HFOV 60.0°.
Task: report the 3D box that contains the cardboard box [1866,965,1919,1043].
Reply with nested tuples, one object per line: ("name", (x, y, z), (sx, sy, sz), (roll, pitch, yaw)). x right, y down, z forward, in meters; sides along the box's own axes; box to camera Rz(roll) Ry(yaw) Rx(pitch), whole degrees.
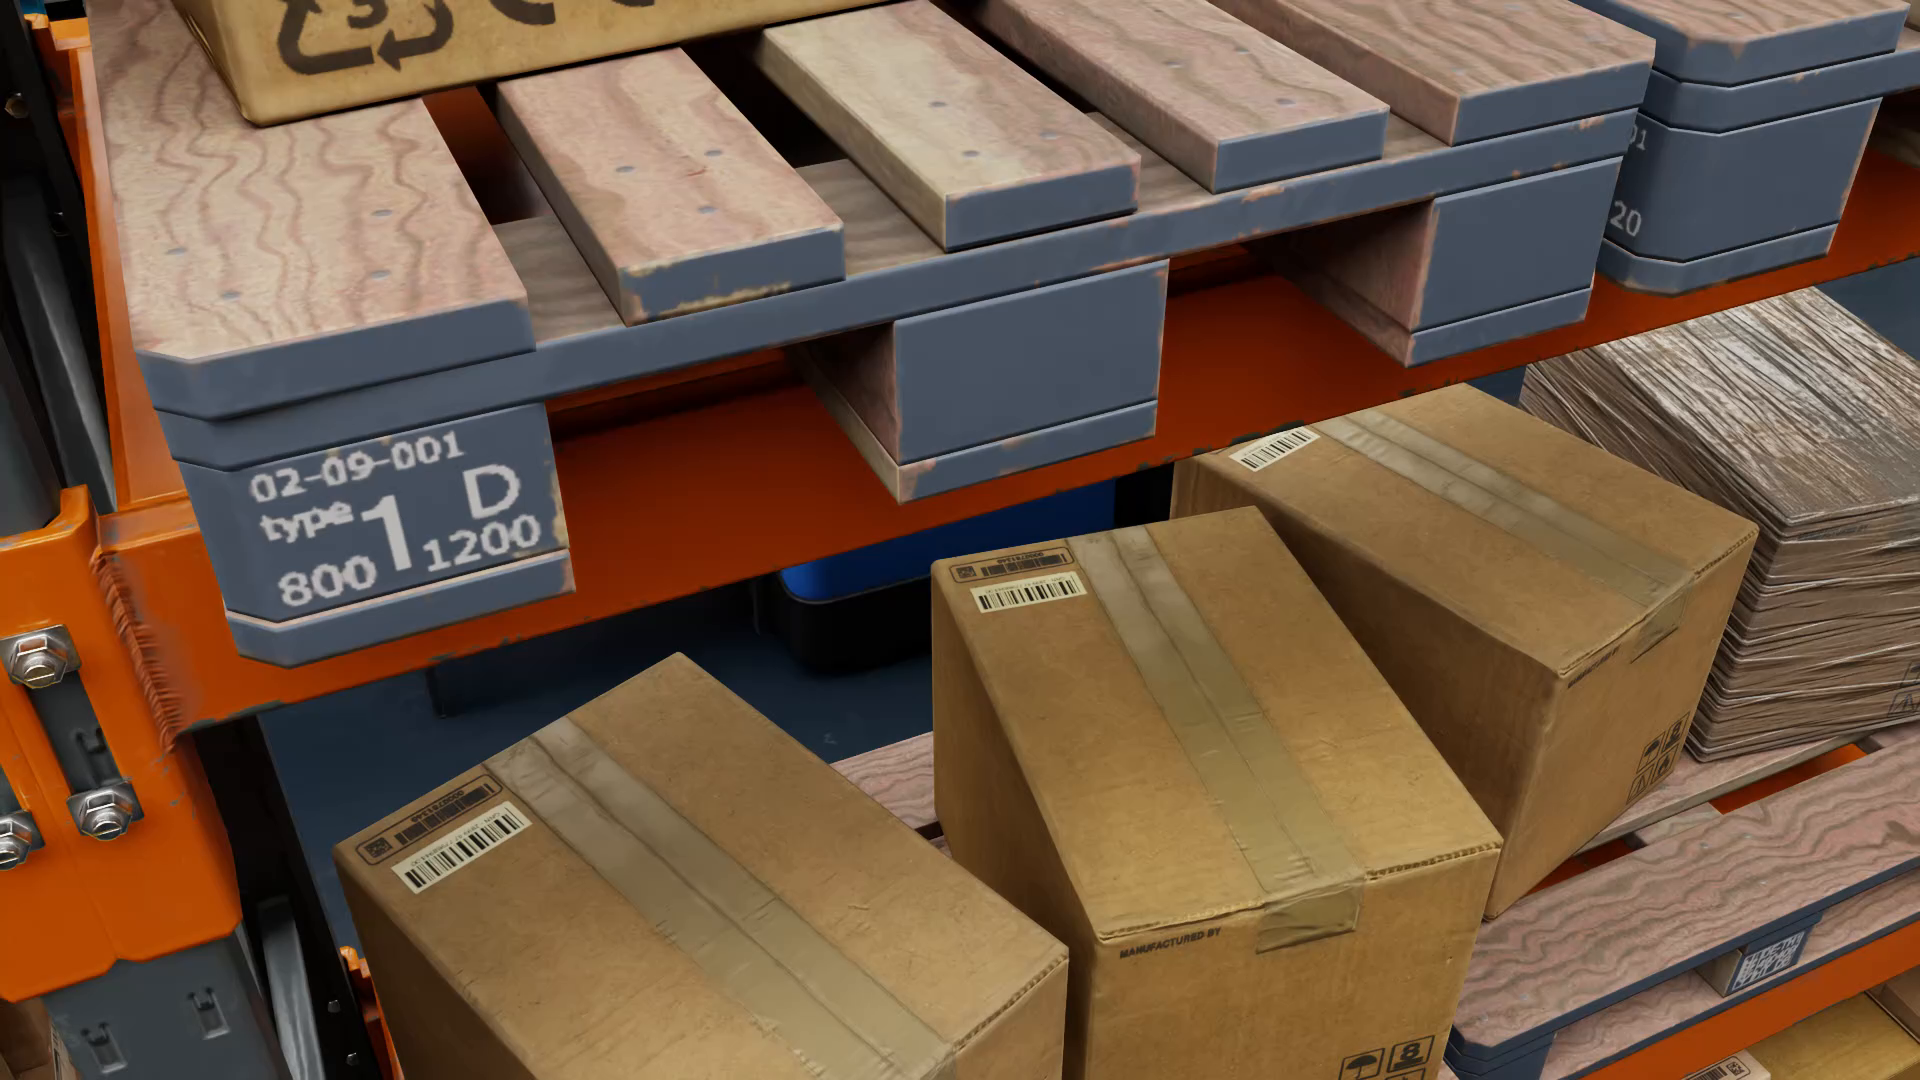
("cardboard box", (1.999, 0.696, 3.394), (0.500, 0.250, 0.500), (-14, 39, -18))

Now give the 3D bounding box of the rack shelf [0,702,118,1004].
("rack shelf", (-2.636, 0.393, 0.789), (4.000, 0.370, 1.077), (-16, 39, -20))

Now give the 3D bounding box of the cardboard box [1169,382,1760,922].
("cardboard box", (0.747, 0.113, 2.643), (0.500, 0.500, 0.700), (-26, 44, -31))

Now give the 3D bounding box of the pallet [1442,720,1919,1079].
("pallet", (1.037, 0.362, 2.906), (1.213, 0.211, 1.003), (-16, 39, -20))

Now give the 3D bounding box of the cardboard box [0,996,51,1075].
("cardboard box", (-1.372, 0.328, 1.866), (0.500, 0.500, 0.500), (-15, 39, -19))

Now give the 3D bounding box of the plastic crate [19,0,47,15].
("plastic crate", (-3.205, -1.585, 5.333), (0.575, 0.384, 0.392), (-16, 39, -20))

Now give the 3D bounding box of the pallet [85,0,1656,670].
("pallet", (-0.205, -0.454, 1.484), (1.003, 0.211, 1.213), (-16, 39, -20))

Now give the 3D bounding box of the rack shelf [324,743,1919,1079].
("rack shelf", (0.985, 0.585, 3.047), (4.000, 0.370, 1.077), (-16, 39, -20))

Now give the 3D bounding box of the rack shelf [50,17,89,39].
("rack shelf", (-4.737, -1.075, 5.285), (4.000, 0.370, 1.077), (-16, 39, -20))

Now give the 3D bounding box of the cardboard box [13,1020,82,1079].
("cardboard box", (-1.403, 0.744, 2.145), (0.500, 0.500, 0.500), (-15, 39, -19))

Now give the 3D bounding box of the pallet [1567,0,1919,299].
("pallet", (0.732, -0.718, 1.840), (1.003, 0.211, 1.213), (-16, 39, -20))

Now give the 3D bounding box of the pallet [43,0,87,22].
("pallet", (-5.753, -3.271, 9.982), (1.213, 0.211, 1.003), (-16, 39, -20))

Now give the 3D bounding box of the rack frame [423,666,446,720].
("rack frame", (-1.664, -0.200, 4.761), (0.032, 1.500, 0.500), (-14, 39, -18))

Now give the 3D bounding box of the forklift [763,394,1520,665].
("forklift", (0.707, -1.353, 5.114), (3.031, 2.935, 1.130), (-14, 39, -18))

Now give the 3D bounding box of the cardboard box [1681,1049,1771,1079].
("cardboard box", (1.075, 0.957, 3.041), (0.500, 0.250, 0.500), (-16, 40, -21))

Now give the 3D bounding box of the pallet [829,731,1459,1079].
("pallet", (-0.056, 0.736, 2.401), (1.213, 0.211, 1.003), (-16, 39, -20))

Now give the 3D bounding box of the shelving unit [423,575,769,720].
("shelving unit", (-1.195, -0.317, 4.918), (1.048, 1.500, 0.538), (-14, 39, -18))

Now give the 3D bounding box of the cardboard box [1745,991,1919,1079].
("cardboard box", (1.580, 1.111, 3.463), (0.500, 0.500, 0.500), (-17, 40, -22))

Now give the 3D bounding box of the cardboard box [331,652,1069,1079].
("cardboard box", (-0.302, 0.594, 1.995), (0.500, 0.500, 0.700), (-30, 46, -34))

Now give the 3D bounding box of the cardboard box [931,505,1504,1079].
("cardboard box", (0.294, 0.386, 2.275), (0.500, 0.500, 0.700), (-10, 38, -13))

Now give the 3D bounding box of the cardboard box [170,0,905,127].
("cardboard box", (-0.338, -0.739, 1.190), (0.600, 0.600, 0.600), (-19, 41, -24))

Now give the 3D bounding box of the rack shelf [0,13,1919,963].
("rack shelf", (0.985, -0.620, 2.154), (4.000, 0.370, 1.077), (-16, 39, -20))

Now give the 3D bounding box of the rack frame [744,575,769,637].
("rack frame", (-0.726, -0.434, 5.076), (0.032, 1.500, 0.500), (-14, 39, -18))

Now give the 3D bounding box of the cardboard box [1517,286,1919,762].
("cardboard box", (1.364, -0.070, 2.890), (0.500, 0.500, 0.700), (-9, 37, -11))
